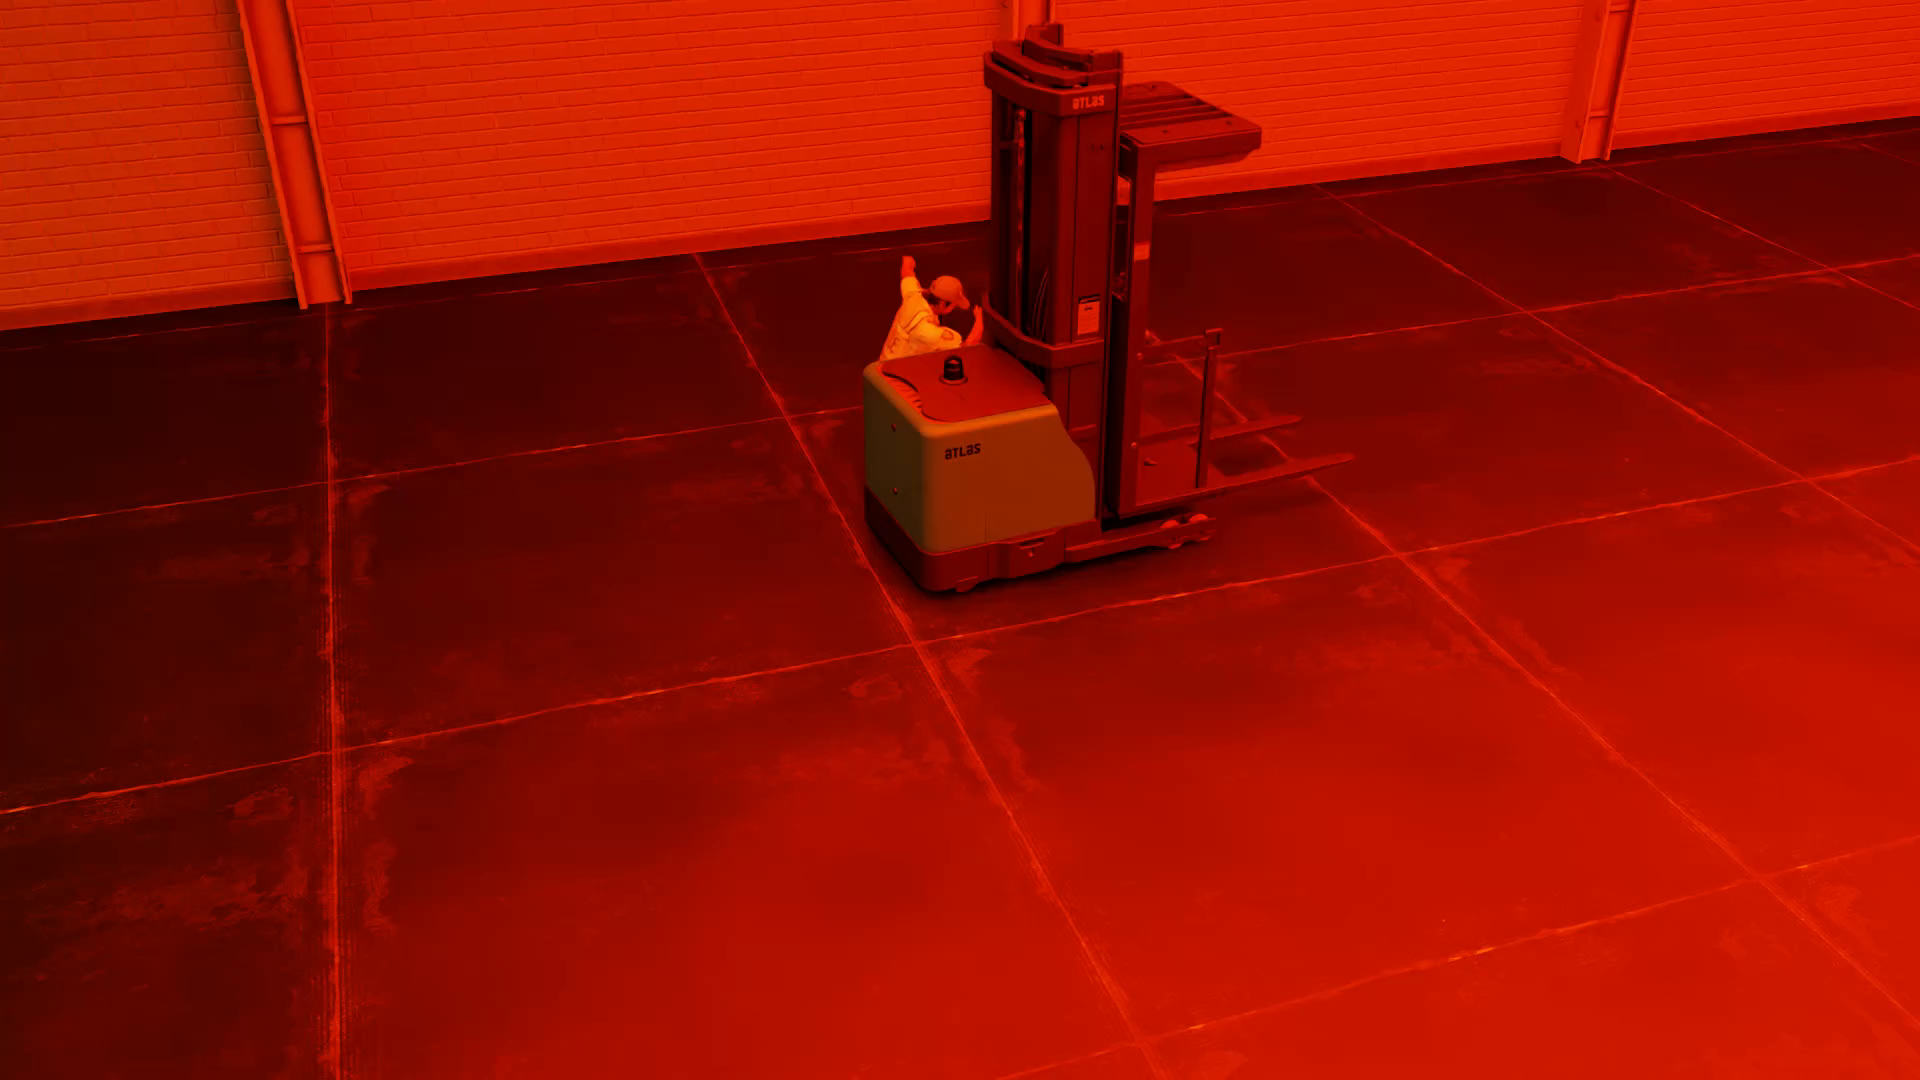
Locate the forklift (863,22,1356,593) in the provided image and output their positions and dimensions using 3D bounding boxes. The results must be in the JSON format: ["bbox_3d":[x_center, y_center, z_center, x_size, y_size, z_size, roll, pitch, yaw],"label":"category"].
[{"bbox_3d":[0.984,-1.447,9.602,3.031,2.935,1.130,-12,32,-20],"label":"forklift"}]

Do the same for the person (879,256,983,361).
[{"bbox_3d":[-0.177,-1.107,10.551,0.729,1.282,1.420,-1,30,-2],"label":"person"}]
